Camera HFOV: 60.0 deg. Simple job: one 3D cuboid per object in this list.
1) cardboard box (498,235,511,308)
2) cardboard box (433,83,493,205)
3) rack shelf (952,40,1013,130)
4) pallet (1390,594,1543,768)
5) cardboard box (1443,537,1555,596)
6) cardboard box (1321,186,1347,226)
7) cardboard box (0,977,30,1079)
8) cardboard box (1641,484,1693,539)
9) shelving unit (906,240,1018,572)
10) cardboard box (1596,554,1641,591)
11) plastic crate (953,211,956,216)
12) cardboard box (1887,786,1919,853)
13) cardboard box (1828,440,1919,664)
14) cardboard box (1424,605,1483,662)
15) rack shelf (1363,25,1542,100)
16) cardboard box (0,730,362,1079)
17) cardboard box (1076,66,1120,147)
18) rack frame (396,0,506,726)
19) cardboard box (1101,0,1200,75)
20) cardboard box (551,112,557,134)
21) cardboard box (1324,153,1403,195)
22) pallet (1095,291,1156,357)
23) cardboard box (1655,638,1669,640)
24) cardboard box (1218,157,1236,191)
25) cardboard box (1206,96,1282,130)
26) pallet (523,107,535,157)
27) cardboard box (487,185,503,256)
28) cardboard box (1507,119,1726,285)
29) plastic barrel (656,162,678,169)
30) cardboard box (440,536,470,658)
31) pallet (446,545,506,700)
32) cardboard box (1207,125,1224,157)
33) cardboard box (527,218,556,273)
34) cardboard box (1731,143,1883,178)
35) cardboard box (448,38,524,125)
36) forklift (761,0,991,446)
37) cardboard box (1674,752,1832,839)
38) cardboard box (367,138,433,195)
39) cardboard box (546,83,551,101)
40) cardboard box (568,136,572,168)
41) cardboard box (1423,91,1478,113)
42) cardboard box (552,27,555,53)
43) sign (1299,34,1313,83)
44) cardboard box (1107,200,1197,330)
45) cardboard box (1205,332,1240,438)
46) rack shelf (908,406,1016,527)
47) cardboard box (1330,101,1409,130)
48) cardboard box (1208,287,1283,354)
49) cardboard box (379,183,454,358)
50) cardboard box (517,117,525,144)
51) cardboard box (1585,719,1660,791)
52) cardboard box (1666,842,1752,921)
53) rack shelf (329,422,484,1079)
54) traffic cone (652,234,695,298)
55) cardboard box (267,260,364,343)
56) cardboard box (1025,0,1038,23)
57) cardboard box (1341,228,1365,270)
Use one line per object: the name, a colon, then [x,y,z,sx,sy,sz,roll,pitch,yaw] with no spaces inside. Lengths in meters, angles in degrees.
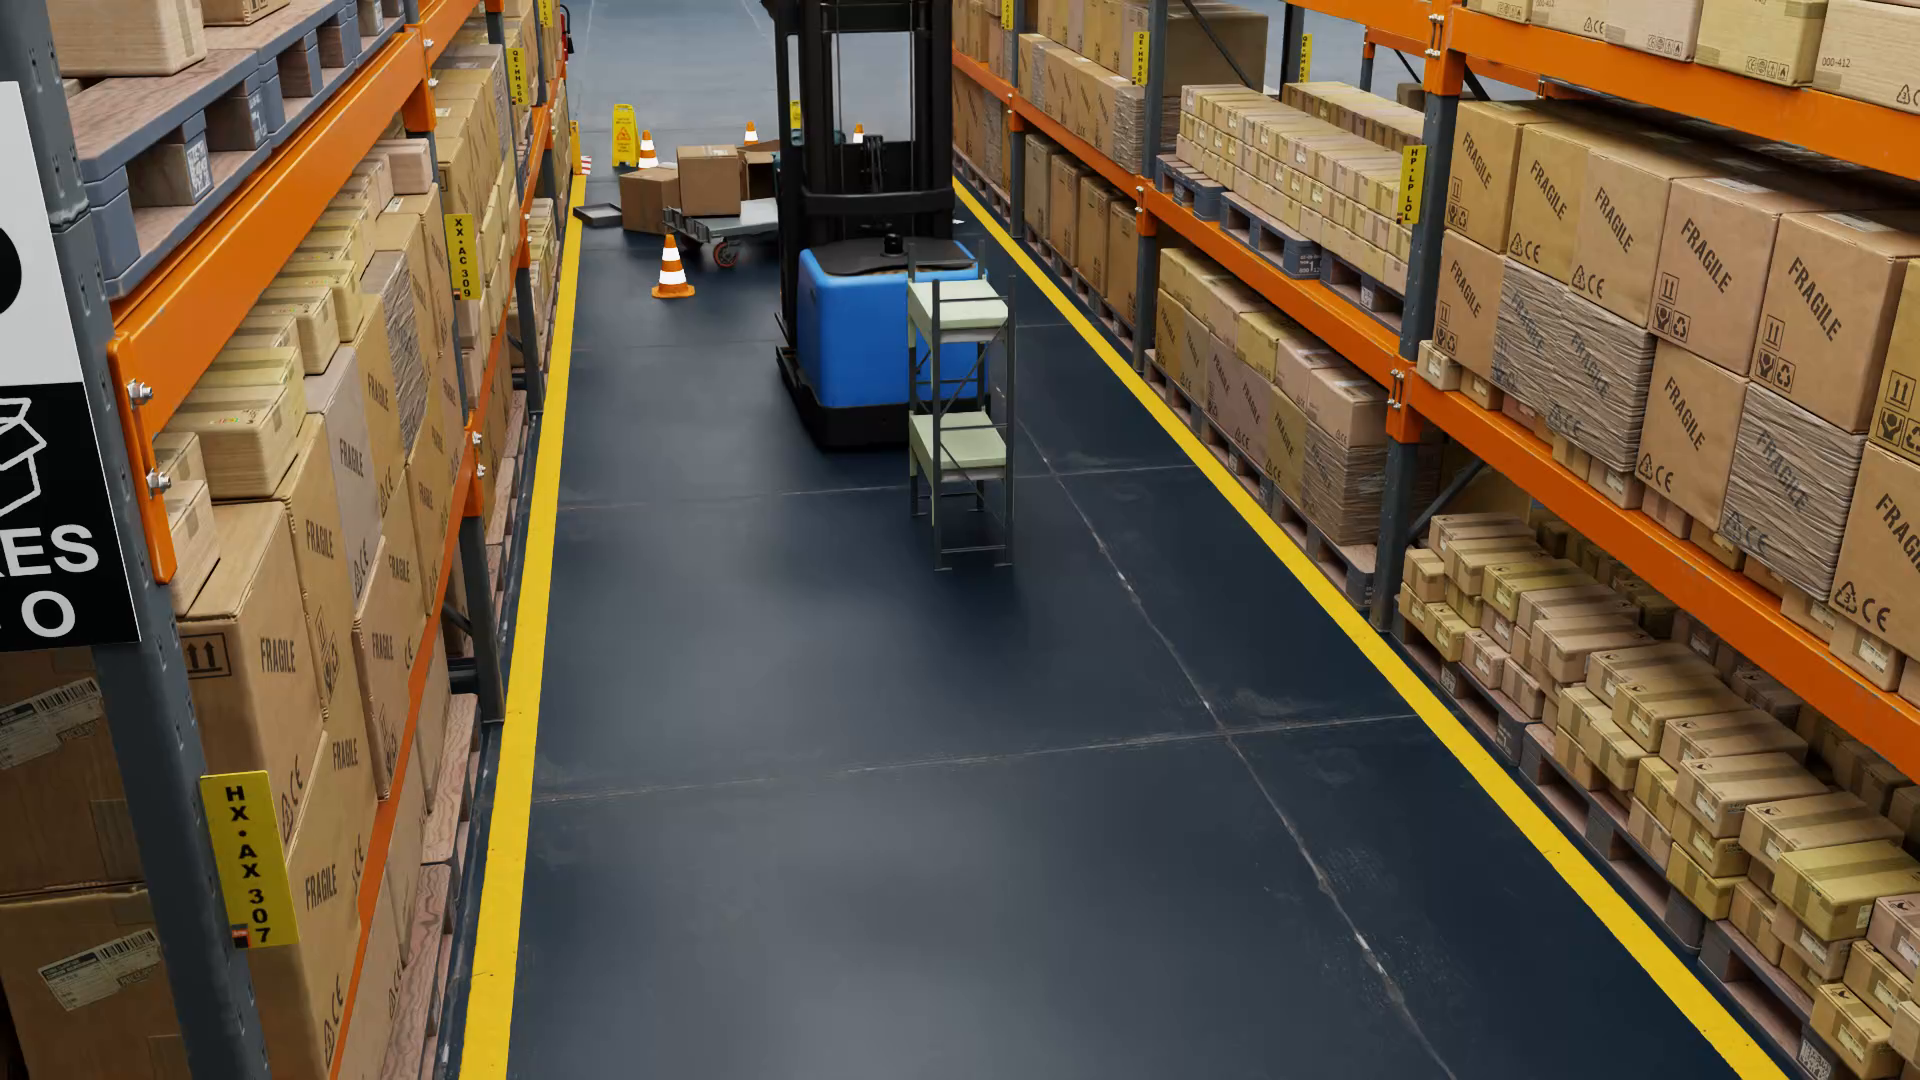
cardboard box: [-2.497,-1.316,8.204,0.500,0.250,0.500,-5,24,-11]
cardboard box: [-2.528,-1.886,7.946,0.500,0.500,0.500,-5,24,-11]
rack shelf: [0.581,-4.599,16.431,1.077,0.370,4.000,-4,24,-10]
pallet: [2.590,0.544,7.240,1.003,0.211,1.213,-4,24,-10]
cardboard box: [2.283,0.110,7.045,0.380,0.149,0.250,-3,24,-7]
cardboard box: [2.015,-1.659,8.219,0.380,0.149,0.250,-5,24,-11]
cardboard box: [-2.025,0.768,3.118,0.500,0.500,0.500,-4,24,-9]
cardboard box: [2.548,-0.128,5.609,0.380,0.149,0.250,-3,24,-8]
shelving unit: [-0.001,-0.690,8.456,0.431,1.500,0.755,-4,24,-10]
cardboard box: [2.891,0.162,6.925,0.380,0.149,0.250,-5,24,-10]
plastic crate: [-0.368,-2.851,14.971,0.450,0.188,0.662,17,27,13]
cardboard box: [3.190,0.889,5.261,0.380,0.149,0.250,-5,24,-12]
cardboard box: [2.744,0.035,4.425,0.500,0.500,0.500,-5,24,-11]
cardboard box: [2.231,0.391,7.145,0.380,0.149,0.250,-4,24,-8]
rack shelf: [5.475,-4.926,17.180,1.077,0.370,4.000,-4,24,-10]
cardboard box: [-1.482,0.728,3.209,0.500,0.500,0.500,-4,24,-10]
cardboard box: [1.160,-3.165,12.123,0.500,0.500,0.500,-5,24,-11]
rack frame: [-2.415,-0.589,6.351,1.000,3.000,0.127,-4,24,-10]
cardboard box: [1.426,-3.650,11.986,0.700,0.500,0.500,-5,24,-11]
cardboard box: [-3.703,-3.615,14.442,0.380,0.149,0.250,-4,24,-9]
cardboard box: [2.019,-1.799,8.168,0.380,0.149,0.250,-4,24,-10]
pallet: [1.619,-1.606,12.164,1.003,0.211,1.213,-4,24,-10]
cardboard box: [2.880,0.398,6.756,0.380,0.149,0.250,-4,24,-9]
cardboard box: [1.727,-2.137,9.685,0.380,0.149,0.250,-3,24,-7]
cardboard box: [1.679,-2.520,9.818,0.380,0.149,0.250,-4,24,-10]
pallet: [-3.561,-2.850,11.768,1.003,0.211,1.213,-4,24,-10]
cardboard box: [-2.506,-1.546,8.104,0.500,0.250,0.500,-5,24,-11]
cardboard box: [2.385,-1.237,6.089,0.500,0.500,0.500,-5,24,-11]
plastic barrel: [-2.765,-3.428,16.070,0.512,0.421,0.421,13,27,27]
cardboard box: [-2.609,-0.046,7.237,0.875,0.875,0.875,-4,24,-8]
pallet: [-2.632,0.391,7.591,1.003,0.211,1.213,-4,24,-10]
cardboard box: [1.688,-2.366,9.837,0.380,0.149,0.250,-5,24,-11]
cardboard box: [-3.659,-2.235,12.879,0.950,0.372,0.625,-3,24,-6]
cardboard box: [2.965,-1.065,5.695,0.500,0.500,0.500,-4,24,-8]
cardboard box: [-3.114,-2.936,10.702,0.500,0.500,0.500,-3,24,-7]
forklift: [-0.643,-2.460,10.720,1.130,2.935,3.031,-5,24,-12]
cardboard box: [2.571,0.827,5.404,0.380,0.149,0.250,-3,24,-8]
cardboard box: [-2.046,-1.293,5.777,0.380,0.149,0.250,-5,24,-11]
cardboard box: [-3.638,-3.768,13.944,0.380,0.149,0.250,-4,24,-10]
cardboard box: [-4.216,-3.934,16.920,0.500,0.250,0.500,-4,24,-10]
cardboard box: [5.348,-4.610,18.156,0.500,0.500,0.500,2,24,4]
cardboard box: [-4.011,-4.703,15.274,0.500,0.500,0.500,-4,24,-9]
sign: [2.222,-3.107,10.768,0.100,0.325,0.005,-4,24,-10]
cardboard box: [1.667,-1.976,11.813,1.050,0.750,0.750,-5,24,-10]
cardboard box: [1.767,-0.919,9.705,0.500,0.500,0.500,-5,24,-11]
rack shelf: [-0.001,-0.391,8.586,0.431,0.370,0.720,-4,24,-10]
cardboard box: [2.378,-2.453,9.664,0.380,0.149,0.250,-4,24,-8]
cardboard box: [1.753,-1.275,9.583,0.500,0.250,0.500,-4,24,-9]
cardboard box: [-2.057,-0.928,5.753,0.500,0.500,0.500,-5,24,-10]
cardboard box: [-3.088,-2.716,11.010,0.380,0.149,0.250,-4,24,-9]
cardboard box: [2.479,0.754,5.941,0.380,0.149,0.250,-4,24,-9]
cardboard box: [2.589,1.105,5.510,0.380,0.149,0.250,-5,24,-12]
rack shelf: [-2.046,0.527,4.694,1.077,0.370,4.000,-4,24,-10]
traffic cone: [-2.290,-2.189,13.184,0.336,0.463,0.334,-4,24,-10]
cardboard box: [-1.715,-0.590,4.169,0.380,0.149,0.250,-5,24,-11]
cardboard box: [0.917,-4.853,14.577,0.875,0.550,0.550,-4,24,-10]
cardboard box: [2.070,-1.414,8.030,0.380,0.149,0.250,-4,24,-10]
